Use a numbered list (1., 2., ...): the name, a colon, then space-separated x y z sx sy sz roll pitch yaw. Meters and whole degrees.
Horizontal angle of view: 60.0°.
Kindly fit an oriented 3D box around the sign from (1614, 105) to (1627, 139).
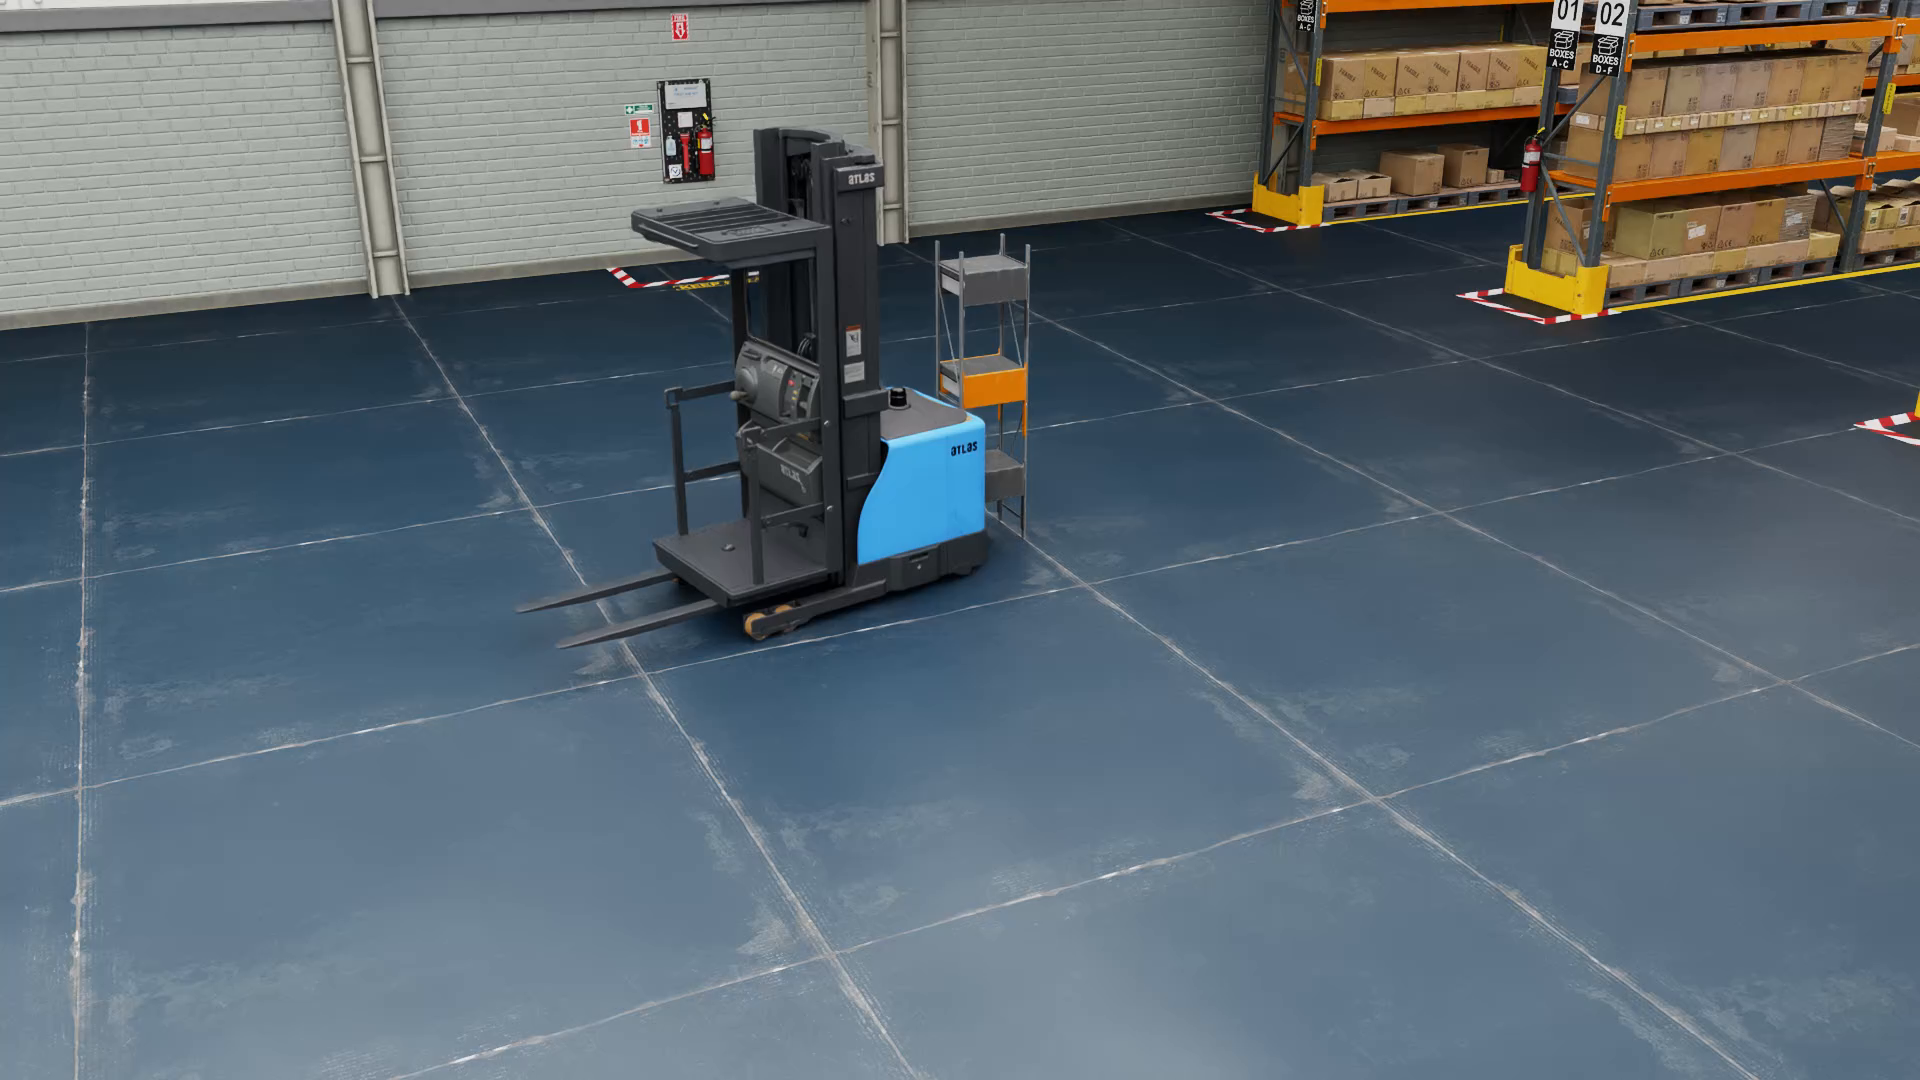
1. sign: 6.662 -4.217 16.780 0.005 0.325 0.100 -10 25 -24

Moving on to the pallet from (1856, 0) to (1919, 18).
1. pallet: 10.820 -6.085 18.856 1.217 0.209 0.805 -12 25 -26

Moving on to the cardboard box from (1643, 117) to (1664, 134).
1. cardboard box: 7.111 -4.354 17.369 0.250 0.149 0.380 -11 25 -25

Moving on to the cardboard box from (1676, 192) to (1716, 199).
1. cardboard box: 8.127 -3.688 18.803 0.500 0.500 0.500 -10 25 -24

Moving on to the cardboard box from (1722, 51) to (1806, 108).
1. cardboard box: 8.728 -5.039 18.175 0.500 0.500 0.700 -10 25 -24

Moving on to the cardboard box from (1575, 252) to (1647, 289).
1. cardboard box: 7.007 -2.909 17.901 0.500 0.250 0.500 -10 25 -24

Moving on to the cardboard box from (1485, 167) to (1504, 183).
1. cardboard box: 7.410 -5.138 23.370 0.250 0.166 0.380 -14 26 -30

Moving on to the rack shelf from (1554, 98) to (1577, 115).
1. rack shelf: 9.681 -6.342 24.090 4.000 0.370 1.077 -10 25 -24

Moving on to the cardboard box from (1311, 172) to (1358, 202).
1. cardboard box: 4.938 -4.724 22.181 0.500 0.311 0.500 -14 26 -30

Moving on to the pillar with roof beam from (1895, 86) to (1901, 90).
1. pillar with roof beam: 17.210 -9.372 22.626 0.400 9.000 9.100 -10 25 -24

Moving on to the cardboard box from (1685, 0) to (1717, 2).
1. cardboard box: 7.563 -5.636 17.118 0.250 0.149 0.380 -10 25 -24

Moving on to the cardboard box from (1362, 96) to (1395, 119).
1. cardboard box: 5.314 -5.682 21.724 0.500 0.250 0.500 -11 25 -25

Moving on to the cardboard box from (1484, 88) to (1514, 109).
1. cardboard box: 7.131 -6.020 22.541 0.500 0.250 0.500 -10 25 -23

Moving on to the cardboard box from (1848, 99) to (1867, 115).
1. cardboard box: 9.879 -4.863 18.598 0.250 0.149 0.380 -10 25 -24

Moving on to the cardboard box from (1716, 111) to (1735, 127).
1. cardboard box: 8.033 -4.524 17.778 0.250 0.149 0.380 -11 25 -24

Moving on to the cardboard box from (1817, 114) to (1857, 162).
1. cardboard box: 9.634 -4.607 18.826 0.500 0.500 0.700 -11 25 -25

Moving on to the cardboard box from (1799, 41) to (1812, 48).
1. cardboard box: 12.508 -7.275 24.858 0.500 0.500 0.500 -10 24 -22

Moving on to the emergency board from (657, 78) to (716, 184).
1. emergency board: -3.119 -4.702 19.186 0.643 1.169 0.194 -10 25 -24

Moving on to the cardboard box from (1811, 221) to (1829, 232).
1. cardboard box: 10.279 -3.729 19.882 0.500 0.250 0.500 -11 25 -24

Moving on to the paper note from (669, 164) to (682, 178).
1. paper note: -3.308 -4.289 19.341 0.142 0.148 0.016 -10 25 -24

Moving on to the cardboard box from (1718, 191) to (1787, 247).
1. cardboard box: 8.804 -3.591 18.569 0.500 0.500 0.500 -10 25 -24

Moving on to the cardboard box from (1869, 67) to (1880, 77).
1. cardboard box: 13.974 -7.250 25.646 0.250 0.149 0.380 -10 25 -24

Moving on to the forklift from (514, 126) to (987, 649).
1. forklift: -1.308 -0.966 10.251 3.031 2.935 1.130 -16 27 -33

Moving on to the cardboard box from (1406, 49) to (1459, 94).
1. cardboard box: 6.214 -6.193 21.979 0.500 0.500 0.500 -10 24 -22

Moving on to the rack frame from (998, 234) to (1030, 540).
1. rack frame: 0.369 -1.038 11.513 0.015 2.100 0.400 -10 25 -24

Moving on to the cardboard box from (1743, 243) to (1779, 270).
1. cardboard box: 8.809 -3.240 18.702 0.500 0.250 0.500 -10 25 -24

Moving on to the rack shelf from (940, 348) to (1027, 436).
1. rack shelf: 0.149 -0.985 11.420 0.480 0.518 0.431 -10 25 -24

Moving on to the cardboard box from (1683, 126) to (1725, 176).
1. cardboard box: 7.774 -4.261 17.992 0.500 0.500 0.700 -10 25 -23

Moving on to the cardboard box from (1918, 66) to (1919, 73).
1. cardboard box: 14.906 -7.409 26.030 0.250 0.149 0.380 -10 25 -23

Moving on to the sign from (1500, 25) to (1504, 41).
1. sign: 7.635 -7.069 23.390 0.005 0.325 0.100 -10 25 -24

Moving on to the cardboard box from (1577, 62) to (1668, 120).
1. cardboard box: 6.901 -4.700 17.356 0.500 0.500 0.700 -10 25 -23

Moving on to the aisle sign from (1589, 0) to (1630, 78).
1. aisle sign: 6.501 -5.058 16.647 0.004 0.787 0.394 -10 25 -24

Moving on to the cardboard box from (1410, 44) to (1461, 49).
1. cardboard box: 6.446 -6.458 22.619 0.500 0.500 0.500 -10 24 -22

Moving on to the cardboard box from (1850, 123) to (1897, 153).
1. cardboard box: 10.456 -4.664 19.291 0.500 0.250 0.500 -9 24 -20

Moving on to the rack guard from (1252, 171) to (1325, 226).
1. rack guard: 4.344 -4.537 22.057 0.348 0.500 1.175 -10 25 -24

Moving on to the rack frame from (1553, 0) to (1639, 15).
1. rack frame: 6.427 -6.745 16.278 0.127 3.000 1.000 -10 25 -24

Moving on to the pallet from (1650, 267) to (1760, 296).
1. pallet: 8.196 -3.027 18.786 1.213 0.211 1.003 -10 25 -24

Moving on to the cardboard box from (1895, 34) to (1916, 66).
1. cardboard box: 14.326 -7.611 25.670 0.500 0.500 0.500 -10 25 -23

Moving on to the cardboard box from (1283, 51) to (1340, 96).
1. cardboard box: 4.608 -6.117 21.796 0.500 0.500 0.500 -11 25 -24

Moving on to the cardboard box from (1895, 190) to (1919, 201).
1. cardboard box: 11.431 -3.969 19.730 0.500 0.311 0.500 -11 25 -25

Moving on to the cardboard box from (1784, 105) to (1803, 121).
1. cardboard box: 8.961 -4.695 18.192 0.250 0.149 0.380 -11 25 -24

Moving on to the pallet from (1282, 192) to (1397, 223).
1. pallet: 5.091 -4.526 22.408 1.213 0.211 1.003 -10 25 -24

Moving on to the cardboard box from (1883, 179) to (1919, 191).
1. cardboard box: 11.643 -4.238 20.378 0.500 0.311 0.500 -11 25 -24

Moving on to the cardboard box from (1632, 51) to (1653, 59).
1. cardboard box: 9.439 -6.875 23.731 0.500 0.500 0.700 -7 23 -16

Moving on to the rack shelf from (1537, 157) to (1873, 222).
1. rack shelf: 8.229 -3.972 18.365 4.000 0.370 1.077 -10 25 -24

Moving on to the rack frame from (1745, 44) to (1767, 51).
1. rack frame: 11.484 -7.006 24.754 0.127 3.000 1.000 -10 25 -24

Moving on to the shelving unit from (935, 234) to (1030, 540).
1. shelving unit: 0.149 -0.998 11.415 0.503 2.100 0.431 -10 25 -24

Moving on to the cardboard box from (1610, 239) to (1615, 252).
1. cardboard box: 7.227 -3.174 18.542 0.500 0.250 0.500 -10 25 -24
